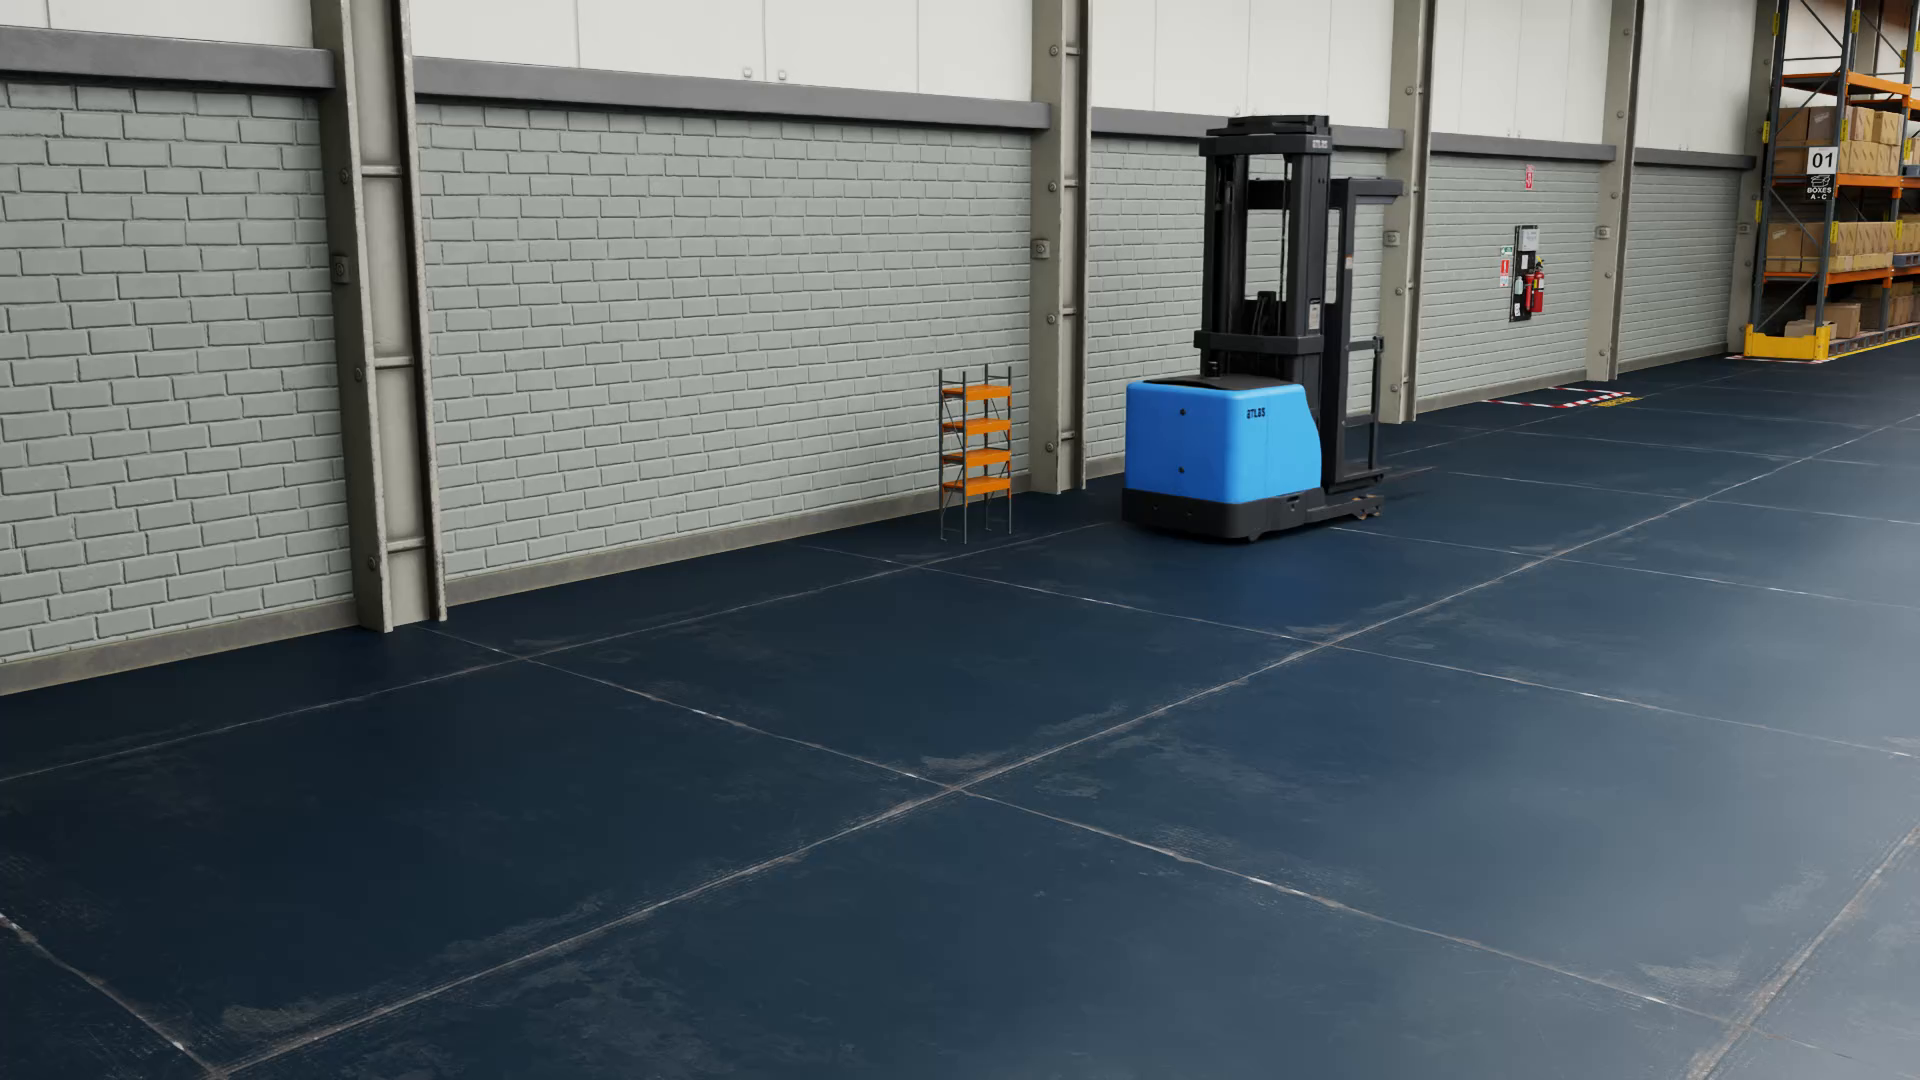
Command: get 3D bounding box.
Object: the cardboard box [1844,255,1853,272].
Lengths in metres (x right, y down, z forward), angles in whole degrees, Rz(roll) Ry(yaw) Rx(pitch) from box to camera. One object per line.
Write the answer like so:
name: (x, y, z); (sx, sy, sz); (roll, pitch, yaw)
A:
cardboard box: (13.767, -4.371, 26.268); (0.500, 0.250, 0.500); (9, 15, 39)

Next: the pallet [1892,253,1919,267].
pallet: (16.129, -4.914, 29.144); (1.003, 0.211, 1.213); (10, 15, 40)

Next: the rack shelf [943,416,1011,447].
rack shelf: (0.109, -0.766, 11.685); (0.258, 0.148, 0.480); (10, 15, 40)

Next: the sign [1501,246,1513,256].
sign: (6.634, -3.508, 20.172); (0.001, 0.109, 0.331); (10, 15, 40)

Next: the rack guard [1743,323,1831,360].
rack guard: (12.925, -3.111, 26.011); (1.175, 0.500, 0.348); (10, 15, 40)

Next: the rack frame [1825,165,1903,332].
rack frame: (15.515, -4.914, 28.656); (1.000, 3.000, 0.127); (10, 15, 40)

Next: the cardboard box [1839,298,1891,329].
cardboard box: (15.989, -4.014, 29.411); (0.700, 0.500, 0.500); (10, 15, 42)

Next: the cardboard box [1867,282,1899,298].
cardboard box: (16.617, -4.524, 30.050); (0.500, 0.250, 0.500); (9, 15, 39)

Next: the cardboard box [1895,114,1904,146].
cardboard box: (15.388, -6.825, 27.708); (0.500, 0.500, 0.500); (8, 14, 36)

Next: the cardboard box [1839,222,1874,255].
cardboard box: (14.427, -4.885, 26.928); (0.500, 0.500, 0.500); (10, 15, 42)

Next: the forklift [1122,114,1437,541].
forklift: (2.576, -1.651, 12.494); (3.031, 2.935, 1.130); (-11, 16, -44)

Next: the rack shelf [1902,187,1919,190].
rack shelf: (19.476, -6.915, 32.853); (1.077, 0.370, 4.000); (10, 15, 40)

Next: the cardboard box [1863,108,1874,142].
cardboard box: (14.011, -6.515, 26.154); (0.500, 0.500, 0.500); (10, 15, 42)

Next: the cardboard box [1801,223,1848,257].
cardboard box: (13.416, -4.661, 25.806); (0.500, 0.500, 0.500); (10, 15, 40)

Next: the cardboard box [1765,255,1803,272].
cardboard box: (13.038, -4.356, 26.192); (0.500, 0.250, 0.500); (10, 15, 41)

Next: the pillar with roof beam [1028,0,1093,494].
pillar with roof beam: (4.039, -4.277, 10.152); (9.100, 9.000, 0.400); (10, 15, 40)

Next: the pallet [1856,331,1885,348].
pallet: (15.098, -3.443, 28.412); (1.003, 0.211, 1.213); (10, 15, 40)

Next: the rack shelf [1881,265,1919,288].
rack shelf: (16.835, -4.856, 30.200); (1.077, 0.370, 4.000); (10, 15, 40)

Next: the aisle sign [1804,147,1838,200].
aisle sign: (13.053, -5.551, 25.208); (0.394, 0.787, 0.004); (10, 15, 40)

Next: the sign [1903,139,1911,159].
sign: (15.928, -6.570, 27.966); (0.100, 0.325, 0.005); (10, 15, 40)

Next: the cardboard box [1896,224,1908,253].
cardboard box: (16.251, -5.331, 29.363); (0.500, 0.500, 0.700); (-10, 15, -42)

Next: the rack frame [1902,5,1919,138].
rack frame: (18.156, -8.444, 31.015); (1.000, 3.000, 0.127); (10, 15, 40)

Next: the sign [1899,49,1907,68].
sign: (17.736, -9.051, 31.265); (0.100, 0.325, 0.005); (10, 15, 40)

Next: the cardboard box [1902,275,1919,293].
cardboard box: (18.740, -4.746, 32.229); (0.750, 0.750, 0.750); (10, 15, 40)

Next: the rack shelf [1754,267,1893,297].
rack shelf: (14.195, -4.267, 27.253); (1.077, 0.370, 4.000); (10, 15, 40)

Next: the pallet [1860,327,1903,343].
pallet: (16.028, -3.661, 29.504); (1.003, 0.211, 1.213); (10, 15, 40)

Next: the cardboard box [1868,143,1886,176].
cardboard box: (14.687, -6.178, 27.022); (0.500, 0.500, 0.500); (9, 14, 38)

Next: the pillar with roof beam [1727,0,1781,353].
pillar with roof beam: (15.921, -6.926, 23.411); (9.100, 9.000, 0.400); (10, 15, 40)

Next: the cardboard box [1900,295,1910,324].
cardboard box: (16.985, -4.242, 30.552); (0.700, 0.500, 0.500); (10, 15, 40)

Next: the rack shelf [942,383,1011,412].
rack shelf: (0.109, -0.998, 11.639); (0.258, 0.148, 0.480); (10, 15, 40)

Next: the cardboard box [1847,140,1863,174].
cardboard box: (13.665, -5.947, 25.861); (0.500, 0.500, 0.500); (-11, 16, -44)

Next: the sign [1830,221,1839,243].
sign: (13.282, -4.680, 25.274); (0.100, 0.325, 0.005); (10, 15, 40)

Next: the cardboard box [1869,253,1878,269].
cardboard box: (14.775, -4.593, 27.382); (0.500, 0.250, 0.500); (10, 15, 40)

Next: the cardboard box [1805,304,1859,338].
cardboard box: (14.297, -3.591, 27.291); (0.700, 0.500, 0.500); (9, 14, 37)

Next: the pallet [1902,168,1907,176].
pallet: (16.685, -6.523, 29.533); (1.213, 0.211, 1.003); (10, 15, 40)

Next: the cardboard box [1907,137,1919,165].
cardboard box: (16.750, -6.892, 29.571); (0.500, 0.500, 0.500); (9, 14, 38)

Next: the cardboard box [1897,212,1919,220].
cardboard box: (18.260, -6.175, 31.990); (0.500, 0.250, 0.500); (10, 15, 42)

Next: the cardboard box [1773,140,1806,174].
cardboard box: (12.960, -5.949, 25.876); (0.500, 0.500, 0.500); (-11, 16, -43)

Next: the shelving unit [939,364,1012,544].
shelving unit: (0.109, -0.613, 11.716); (0.258, 1.200, 0.503); (10, 15, 40)

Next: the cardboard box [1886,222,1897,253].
cardboard box: (15.435, -5.109, 28.047); (0.500, 0.500, 0.500); (10, 15, 40)
